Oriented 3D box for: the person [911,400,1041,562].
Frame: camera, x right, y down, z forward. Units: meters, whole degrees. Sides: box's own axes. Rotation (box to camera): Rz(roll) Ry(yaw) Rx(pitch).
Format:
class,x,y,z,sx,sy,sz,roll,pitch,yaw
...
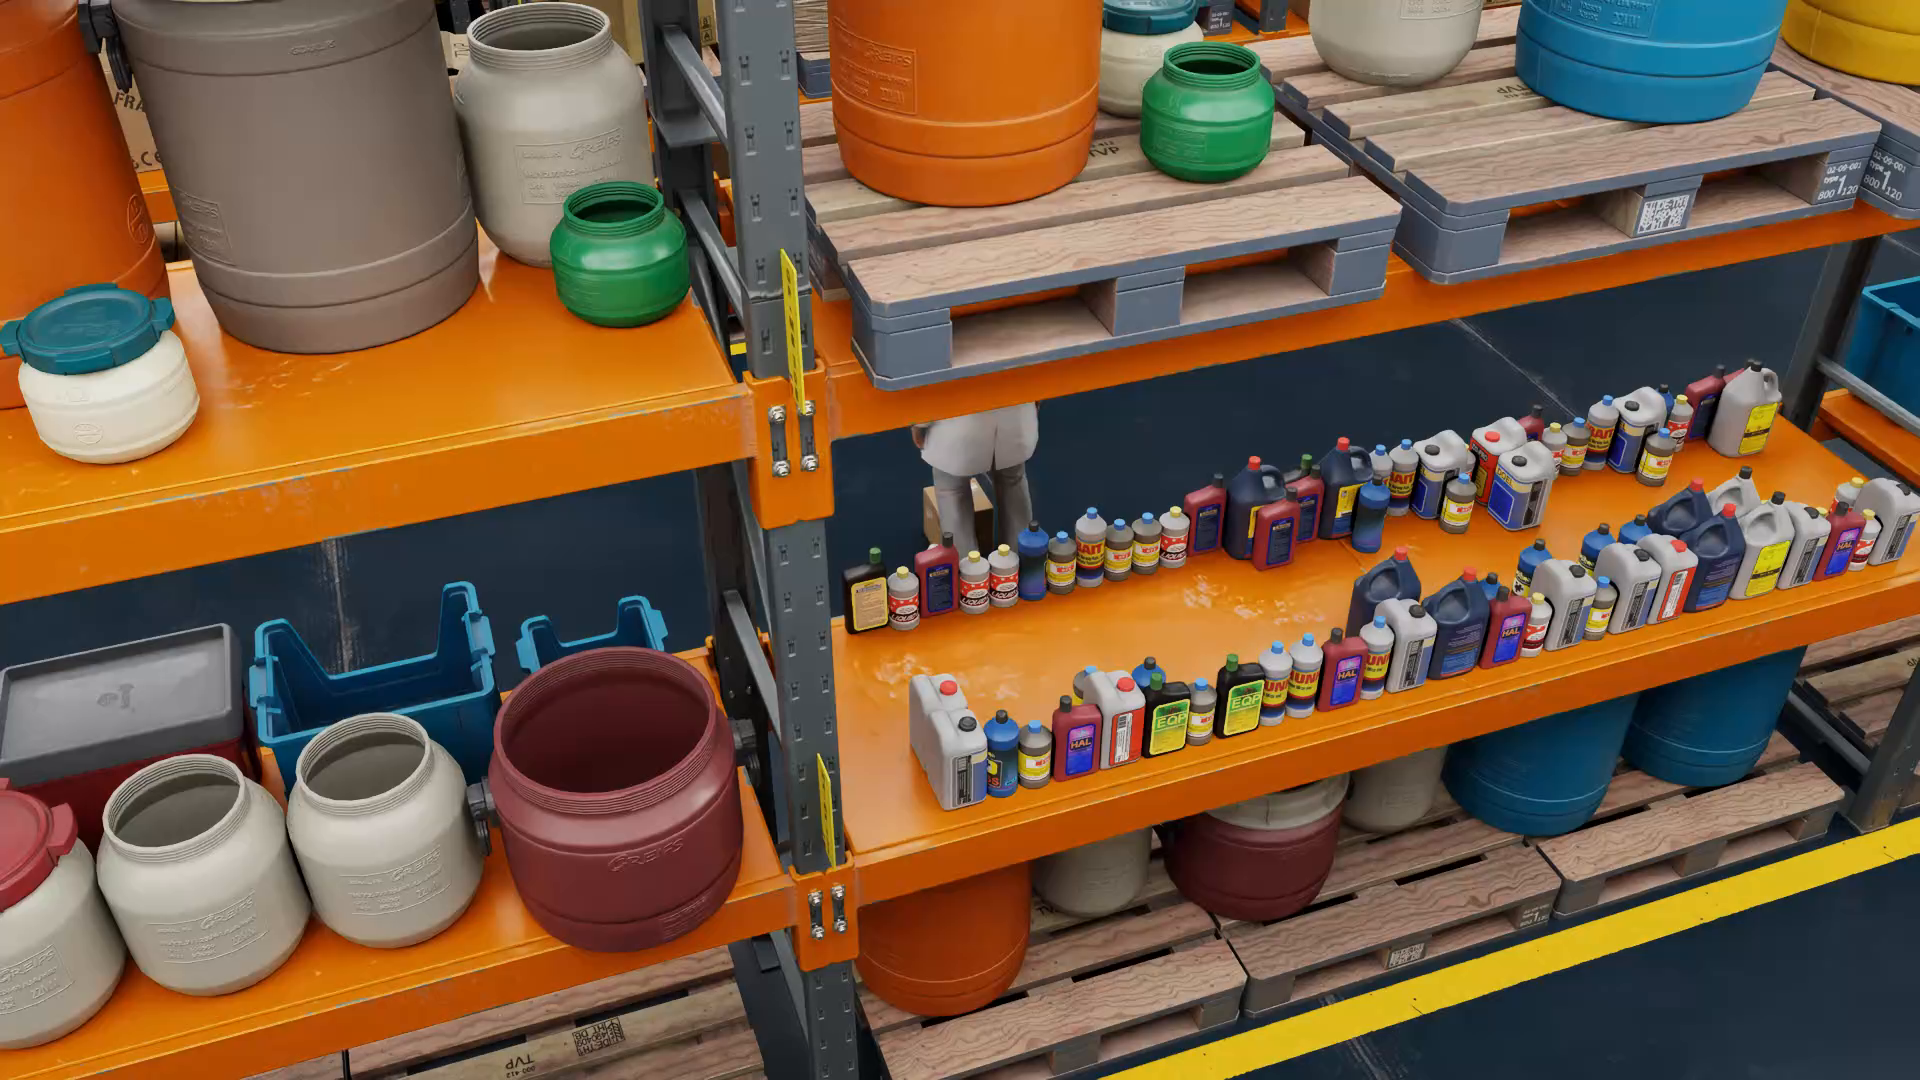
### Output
class,x,y,z,sx,sy,sz,roll,pitch,yaw
person,0.077,-0.557,6.897,0.646,1.772,0.429,-15,40,-18
